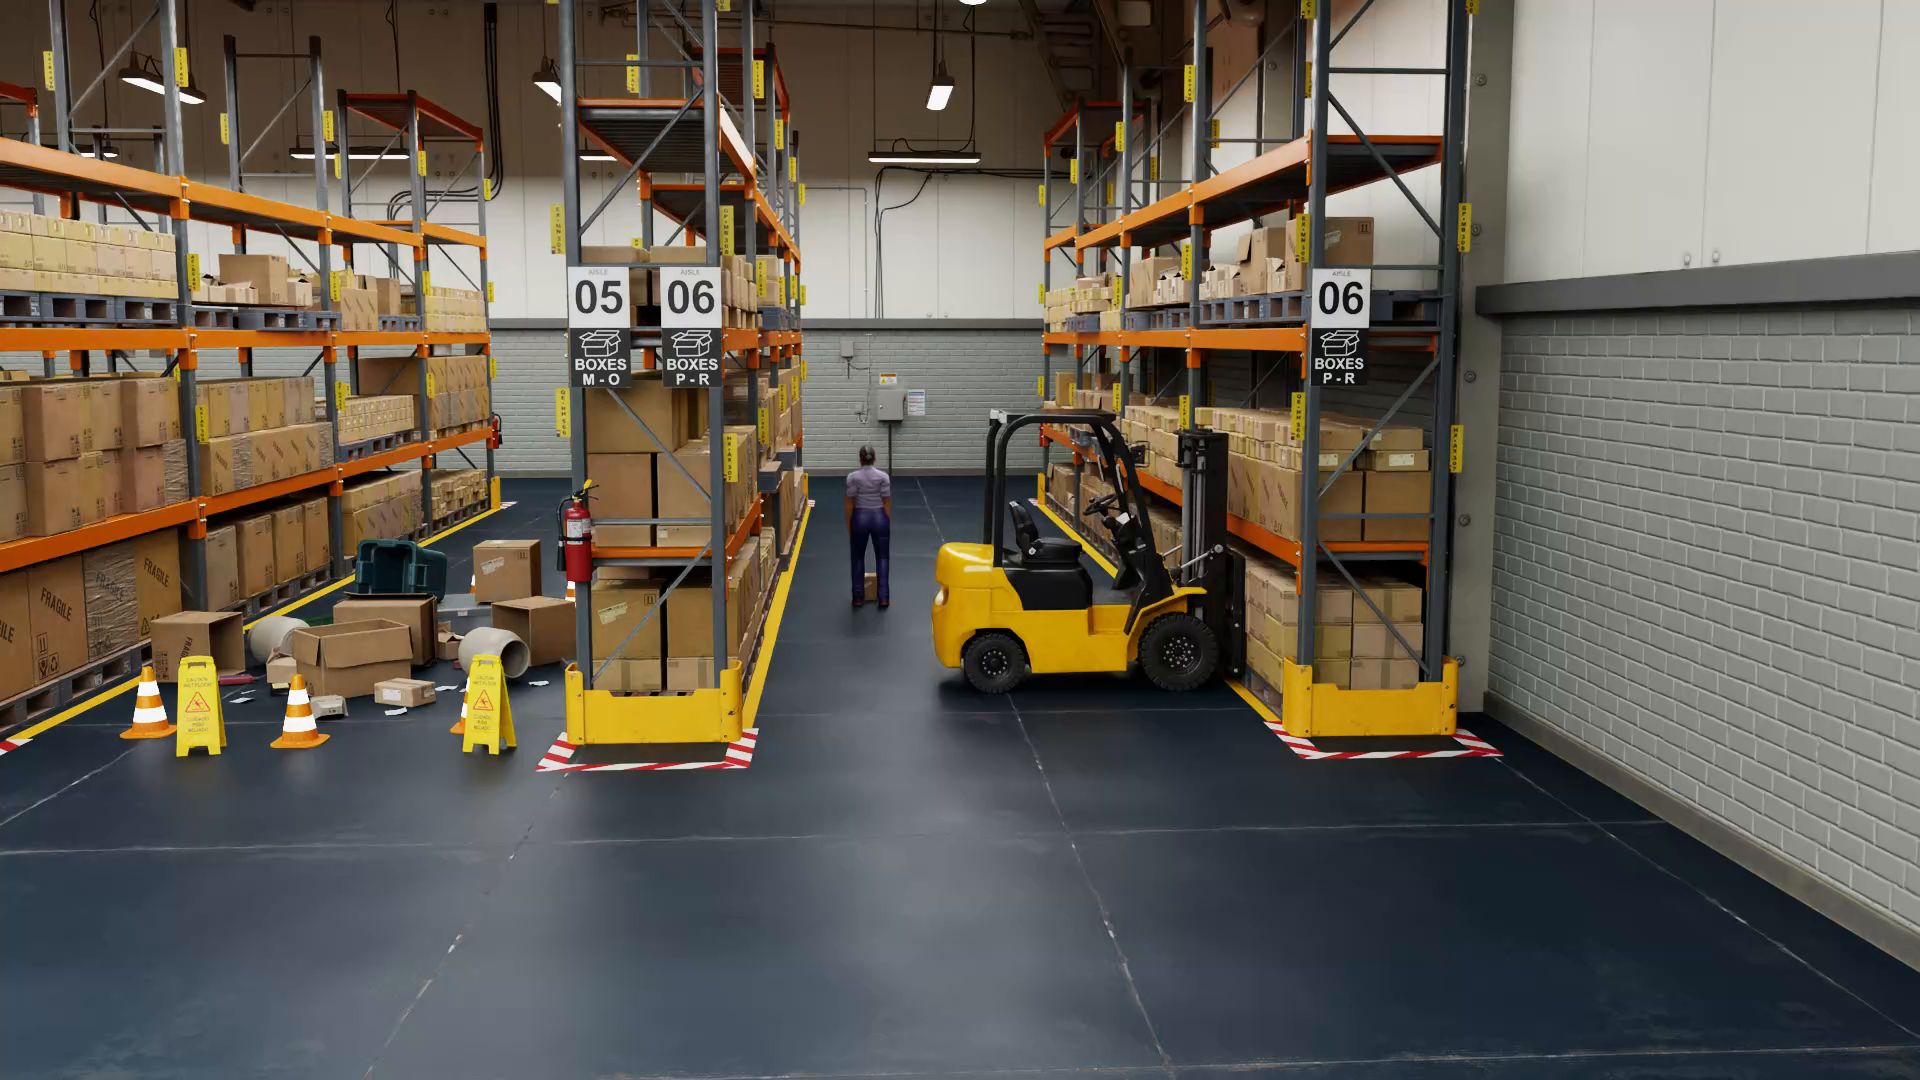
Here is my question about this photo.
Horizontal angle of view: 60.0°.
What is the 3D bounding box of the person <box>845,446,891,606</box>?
[{"bbox_3d":[-0.942,-0.132,17.014,0.472,1.631,0.340,0,7,-3],"label":"person"}]
